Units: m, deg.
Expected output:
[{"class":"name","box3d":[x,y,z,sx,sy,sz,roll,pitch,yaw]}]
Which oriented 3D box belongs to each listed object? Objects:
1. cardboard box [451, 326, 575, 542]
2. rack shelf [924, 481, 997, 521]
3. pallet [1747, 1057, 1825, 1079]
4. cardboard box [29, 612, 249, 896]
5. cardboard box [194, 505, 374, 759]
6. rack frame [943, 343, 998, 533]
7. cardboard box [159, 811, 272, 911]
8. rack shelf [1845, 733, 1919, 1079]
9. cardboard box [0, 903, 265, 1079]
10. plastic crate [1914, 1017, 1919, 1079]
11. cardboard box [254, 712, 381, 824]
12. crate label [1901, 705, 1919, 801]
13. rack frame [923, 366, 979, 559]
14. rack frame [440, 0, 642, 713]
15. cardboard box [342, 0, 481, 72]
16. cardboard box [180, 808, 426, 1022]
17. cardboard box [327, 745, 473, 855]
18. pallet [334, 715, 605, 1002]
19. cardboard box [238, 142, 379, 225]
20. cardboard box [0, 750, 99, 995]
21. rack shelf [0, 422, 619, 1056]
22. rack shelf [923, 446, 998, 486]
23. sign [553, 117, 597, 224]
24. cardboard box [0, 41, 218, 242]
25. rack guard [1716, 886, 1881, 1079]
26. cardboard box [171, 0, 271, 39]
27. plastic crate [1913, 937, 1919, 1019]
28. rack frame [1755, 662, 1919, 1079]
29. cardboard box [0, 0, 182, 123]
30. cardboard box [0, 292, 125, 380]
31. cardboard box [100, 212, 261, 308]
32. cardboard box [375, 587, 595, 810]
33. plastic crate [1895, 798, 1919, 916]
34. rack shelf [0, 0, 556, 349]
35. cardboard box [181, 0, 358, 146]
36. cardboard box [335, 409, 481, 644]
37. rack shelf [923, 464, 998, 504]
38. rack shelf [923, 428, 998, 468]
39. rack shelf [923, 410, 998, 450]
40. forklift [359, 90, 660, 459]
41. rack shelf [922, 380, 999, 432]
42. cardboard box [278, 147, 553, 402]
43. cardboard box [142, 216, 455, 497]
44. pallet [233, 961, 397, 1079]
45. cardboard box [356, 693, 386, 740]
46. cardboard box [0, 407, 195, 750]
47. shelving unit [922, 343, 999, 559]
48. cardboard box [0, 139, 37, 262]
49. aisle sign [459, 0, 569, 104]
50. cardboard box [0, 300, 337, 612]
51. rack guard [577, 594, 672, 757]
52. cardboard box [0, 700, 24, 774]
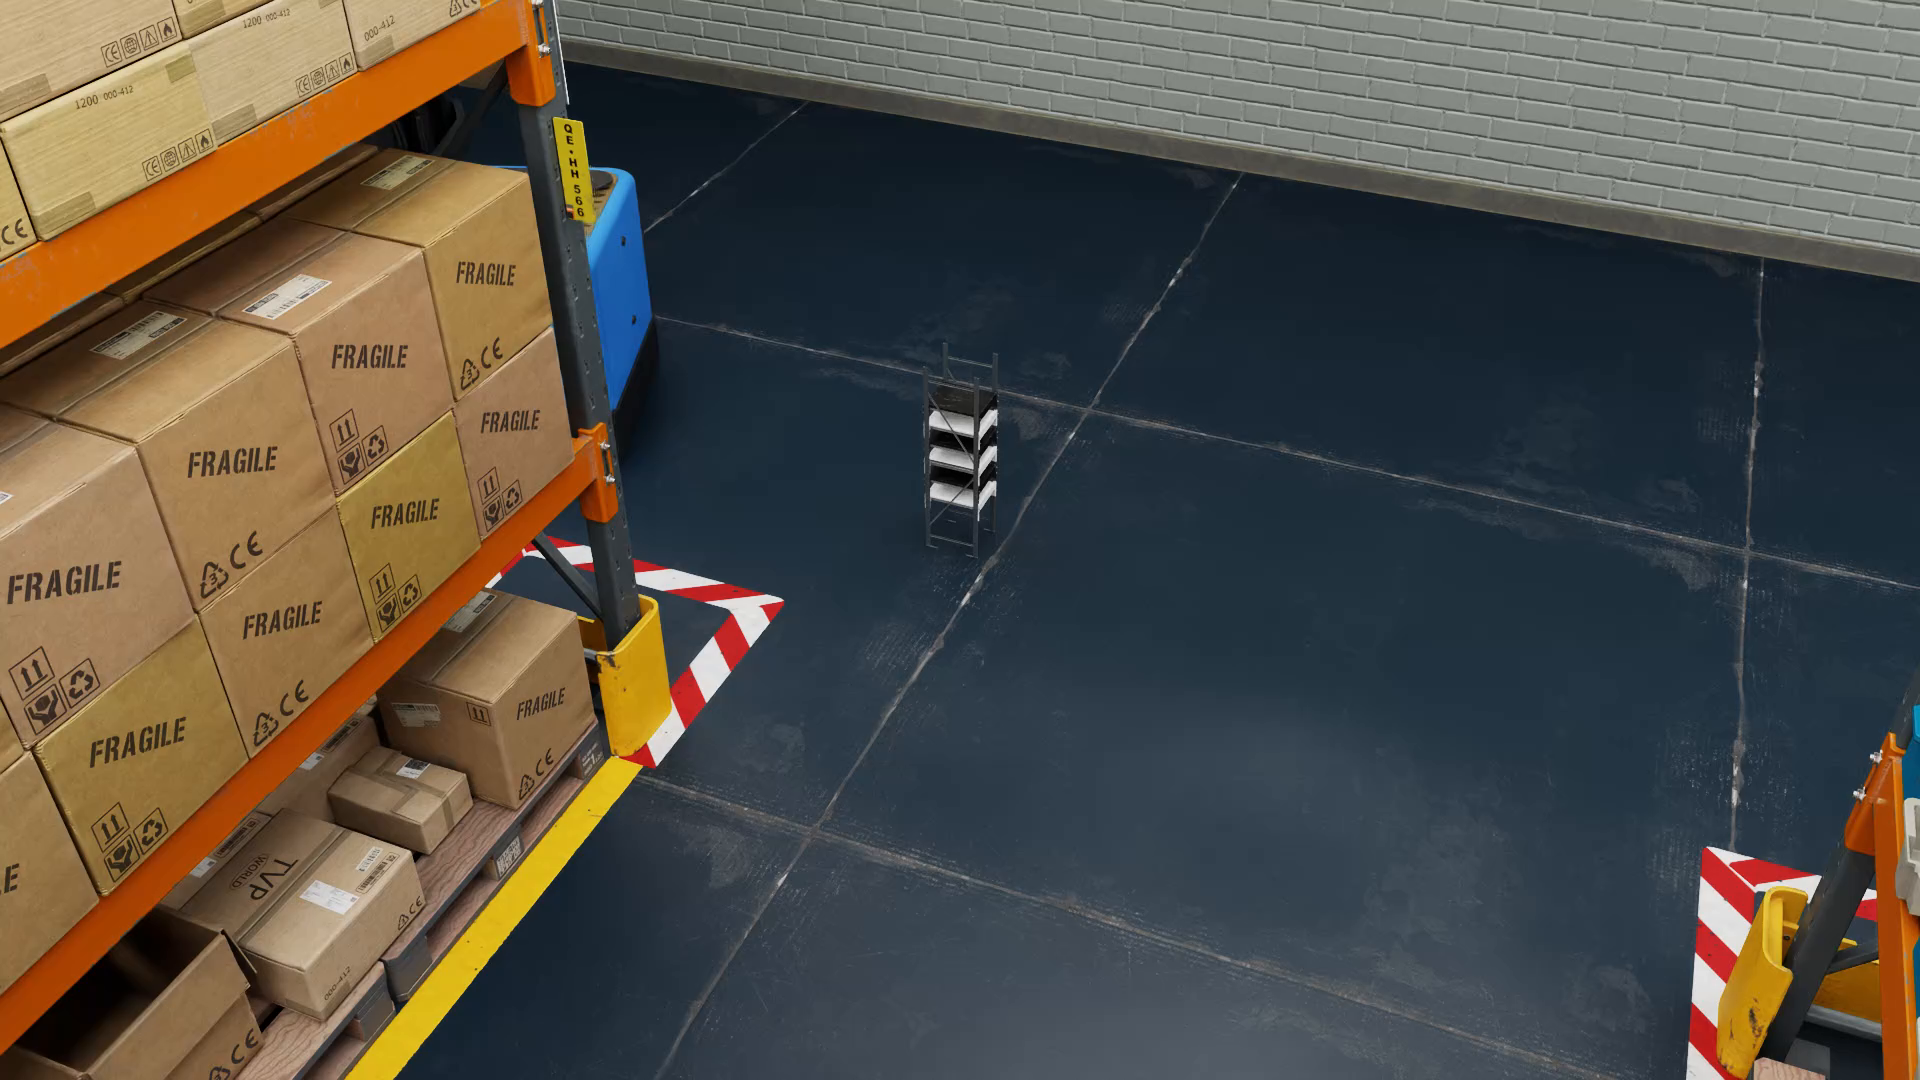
[{"class":"cardboard box","box3d":[-1.581,-0.385,5.176,0.500,0.500,0.500,15,39,19]},{"class":"rack shelf","box3d":[0.003,-0.194,7.114,0.258,0.077,0.200,14,39,18]},{"class":"pallet","box3d":[2.568,2.040,4.344,1.003,0.211,1.213,14,39,18]},{"class":"cardboard box","box3d":[-2.162,0.457,4.050,0.500,0.500,0.500,13,39,17]},{"class":"cardboard box","box3d":[-1.970,0.178,4.423,0.500,0.500,0.500,14,39,18]},{"class":"rack frame","box3d":[0.042,-0.421,7.062,0.240,0.900,0.006,14,39,18]},{"class":"cardboard box","box3d":[-2.512,1.060,5.255,0.500,0.250,0.500,14,39,18]},{"class":"rack shelf","box3d":[2.156,1.871,2.842,1.077,0.370,4.000,14,39,18]},{"class":"cardboard box","box3d":[-2.474,1.342,4.667,0.797,0.503,0.637,14,39,18]},{"class":"plastic crate","box3d":[2.062,1.153,3.372,0.250,0.136,0.298,14,39,18]},{"class":"cardboard box","box3d":[-2.322,0.783,5.626,0.500,0.250,0.500,14,39,18]},{"class":"crate label","box3d":[2.519,0.580,4.058,0.416,0.233,0.303,14,39,18]},{"class":"rack frame","box3d":[-0.036,-0.309,6.911,0.240,0.900,0.006,14,39,18]},{"class":"rack frame","box3d":[-1.662,-0.655,5.621,1.000,3.000,0.127,14,39,18]},{"class":"cardboard box","box3d":[-1.614,-1.452,4.307,0.500,0.250,0.500,14,39,18]},{"class":"cardboard box","box3d":[-2.030,1.146,5.140,0.500,0.250,0.500,14,39,18]},{"class":"cardboard box","box3d":[-1.879,0.864,5.587,0.380,0.166,0.250,14,39,18]},{"class":"pallet","box3d":[-1.993,0.946,5.809,1.003,0.211,1.213,14,39,18]},{"class":"cardboard box","box3d":[-2.075,-0.910,5.043,0.500,0.500,0.500,15,39,19]},{"class":"cardboard box","box3d":[-2.354,0.739,3.673,0.500,0.500,0.500,14,39,18]},{"class":"rack shelf","box3d":[-2.423,0.740,4.355,1.077,0.370,4.000,14,39,18]},{"class":"rack shelf","box3d":[0.003,-0.338,7.007,0.258,0.077,0.200,14,39,18]},{"class":"sign","box3d":[-1.156,-1.108,4.996,0.100,0.325,0.005,14,39,18]},{"class":"cardboard box","box3d":[-1.992,-0.898,3.566,0.500,0.250,0.500,14,39,18]},{"class":"rack guard","box3d":[2.914,1.460,4.879,1.175,0.500,0.348,14,39,18]},{"class":"cardboard box","box3d":[-1.812,-1.377,3.789,0.500,0.250,0.500,14,39,18]},{"class":"plastic crate","box3d":[2.268,0.945,3.571,0.416,0.233,0.300,14,39,18]},{"class":"rack frame","box3d":[2.917,0.475,4.109,1.000,3.000,0.127,14,39,18]},{"class":"cardboard box","box3d":[-2.006,-1.101,3.420,0.500,0.250,0.500,14,39,18]},{"class":"cardboard box","box3d":[-2.462,-0.343,4.285,0.500,0.500,0.500,14,39,18]},{"class":"cardboard box","box3d":[-2.267,-0.619,4.654,0.500,0.500,0.500,14,39,18]},{"class":"cardboard box","box3d":[-1.641,0.527,5.760,0.500,0.500,0.500,14,39,18]},{"class":"plastic crate","box3d":[2.320,0.777,3.875,0.250,0.136,0.298,14,39,18]},{"class":"rack shelf","box3d":[-2.423,-0.461,3.457,1.077,0.370,4.000,14,39,18]},{"class":"cardboard box","box3d":[-1.814,-1.178,3.940,0.500,0.250,0.500,14,39,18]},{"class":"cardboard box","box3d":[-1.775,-0.097,4.791,0.500,0.500,0.500,14,39,18]},{"class":"rack shelf","box3d":[0.003,-0.266,7.060,0.258,0.077,0.200,14,39,18]},{"class":"rack shelf","box3d":[0.003,-0.410,6.953,0.258,0.077,0.200,14,39,18]},{"class":"rack shelf","box3d":[0.003,-0.482,6.899,0.258,0.077,0.200,14,39,18]},{"class":"forklift","box3d":[-3.039,-1.812,7.227,3.031,2.935,1.130,2,37,2]},{"class":"rack shelf","box3d":[0.003,-0.555,6.845,0.258,0.077,0.200,14,39,18]},{"class":"cardboard box","box3d":[-1.577,-0.787,4.878,0.500,0.500,0.500,14,39,17]},{"class":"cardboard box","box3d":[-1.769,-0.507,4.504,0.500,0.500,0.500,15,39,19]},{"class":"pallet","box3d":[-2.459,1.619,4.908,1.003,0.211,1.213,14,39,18]},{"class":"cardboard box","box3d":[-2.234,0.596,5.947,0.380,0.166,0.250,14,39,18]},{"class":"cardboard box","box3d":[-2.157,0.066,3.738,0.500,0.500,0.500,15,39,19]},{"class":"shelving unit","box3d":[0.003,-0.365,6.987,0.258,0.900,0.210,14,39,18]},{"class":"cardboard box","box3d":[-2.198,-0.625,3.200,0.500,0.250,0.500,14,39,18]},{"class":"aisle sign","box3d":[-1.353,-1.664,4.800,0.394,0.787,0.004,14,39,18]},{"class":"cardboard box","box3d":[-1.962,-0.219,4.118,0.500,0.500,0.500,15,39,19]},{"class":"rack guard","box3d":[-1.691,0.388,6.313,1.175,0.500,0.348,14,39,18]},{"class":"cardboard box","box3d":[-2.353,0.352,3.355,0.500,0.500,0.500,13,39,16]}]
